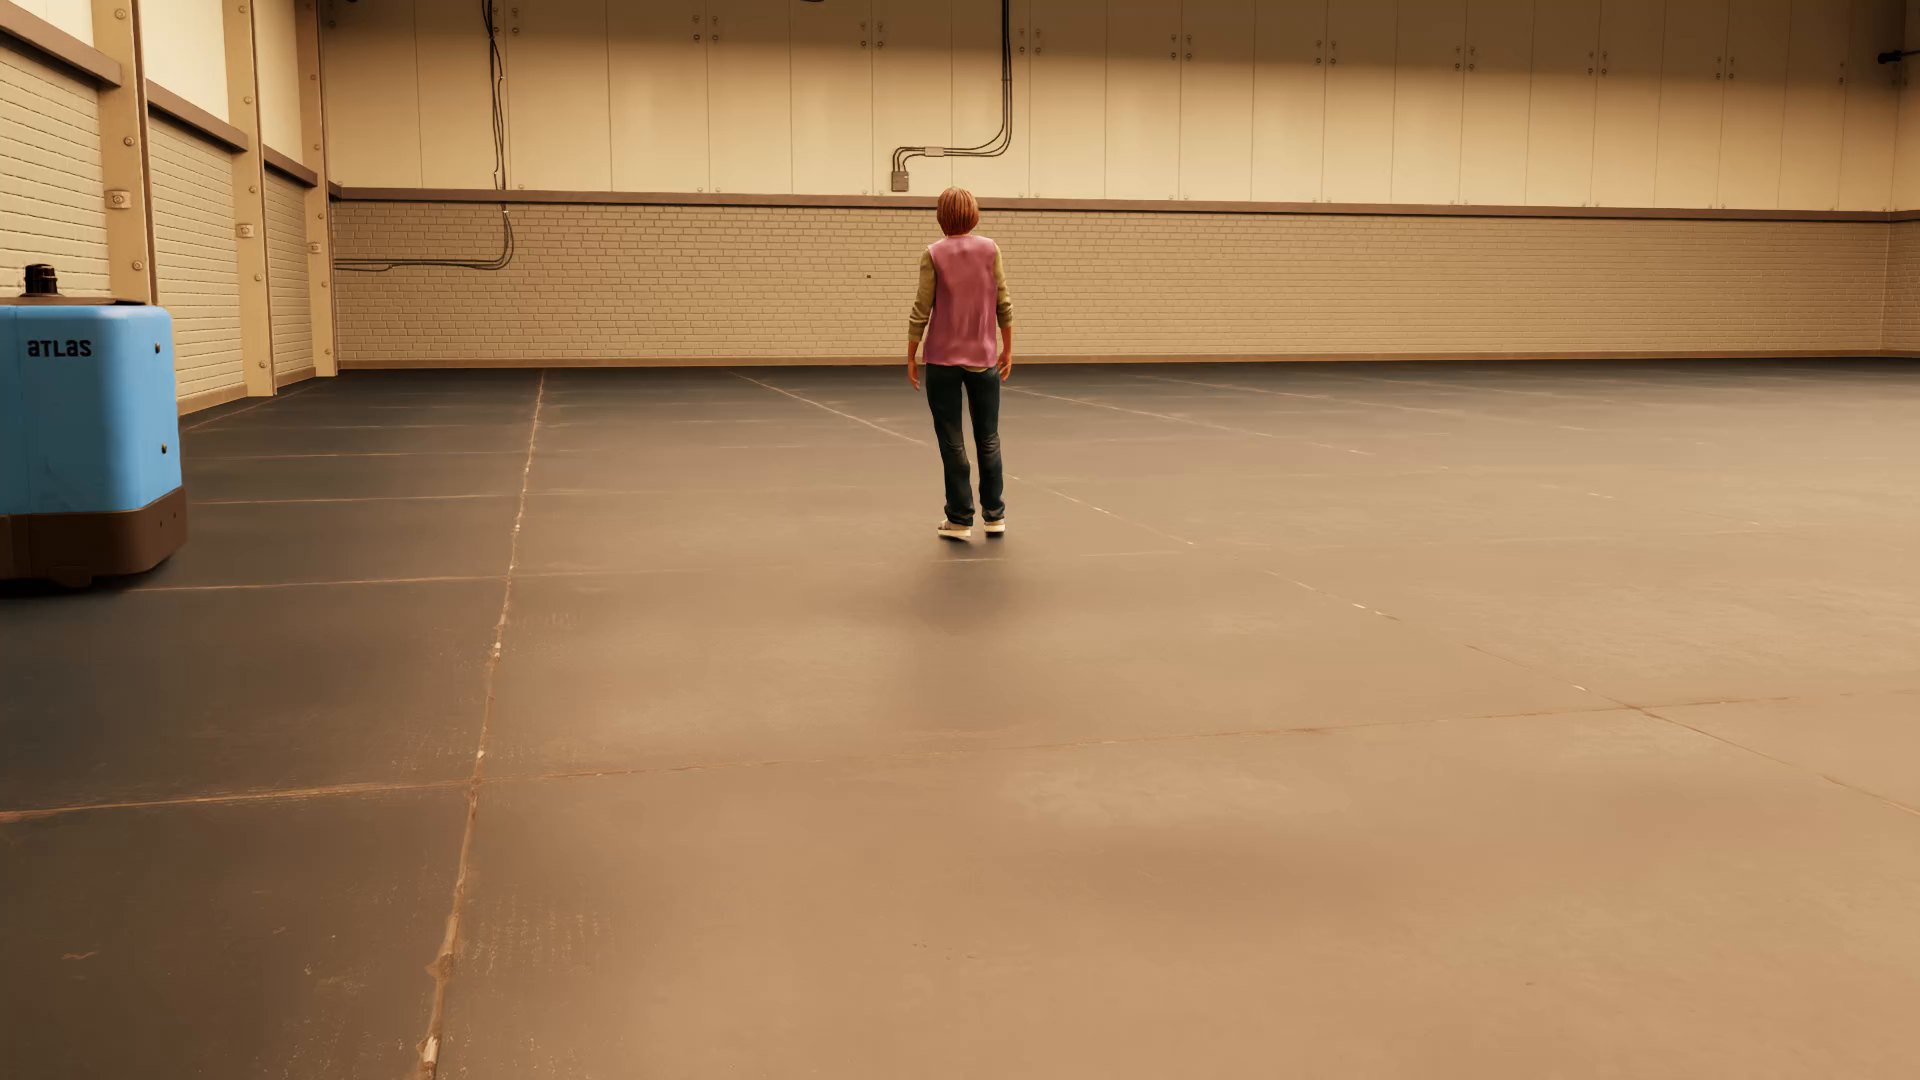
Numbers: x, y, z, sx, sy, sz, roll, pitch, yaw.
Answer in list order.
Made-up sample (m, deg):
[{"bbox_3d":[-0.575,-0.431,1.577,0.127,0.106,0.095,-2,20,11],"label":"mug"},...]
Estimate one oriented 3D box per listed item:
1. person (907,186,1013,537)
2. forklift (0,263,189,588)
[{"bbox_3d":[-0.004,-0.763,7.677,0.520,1.506,0.473,-2,8,-13],"label":"person"},{"bbox_3d":[-4.677,-1.266,6.180,3.031,2.935,1.130,-2,8,-15],"label":"forklift"}]
